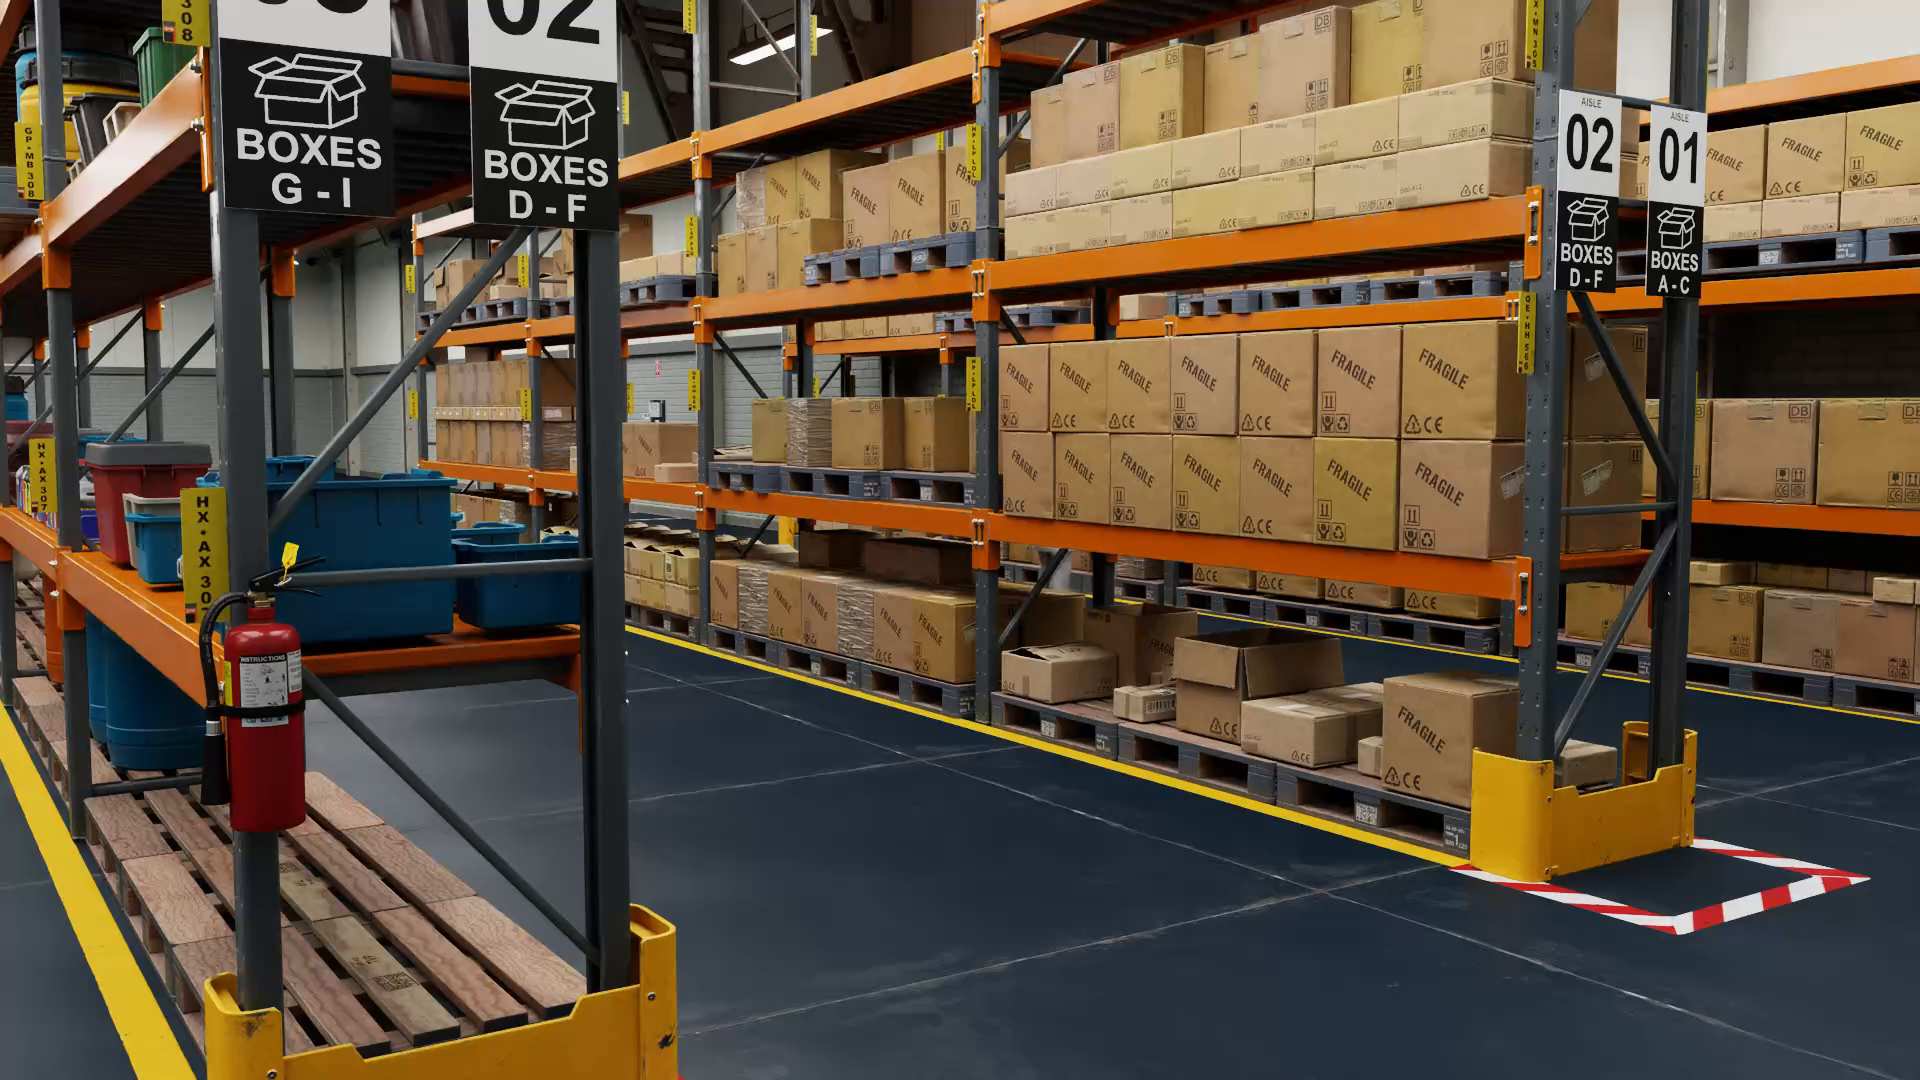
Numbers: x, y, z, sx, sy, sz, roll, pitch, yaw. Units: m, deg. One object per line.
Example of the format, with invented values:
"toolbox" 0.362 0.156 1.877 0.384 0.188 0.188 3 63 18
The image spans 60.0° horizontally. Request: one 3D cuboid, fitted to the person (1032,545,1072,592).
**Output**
"person" 0.895 -0.130 14.941 0.552 1.772 0.529 -3 5 -33
